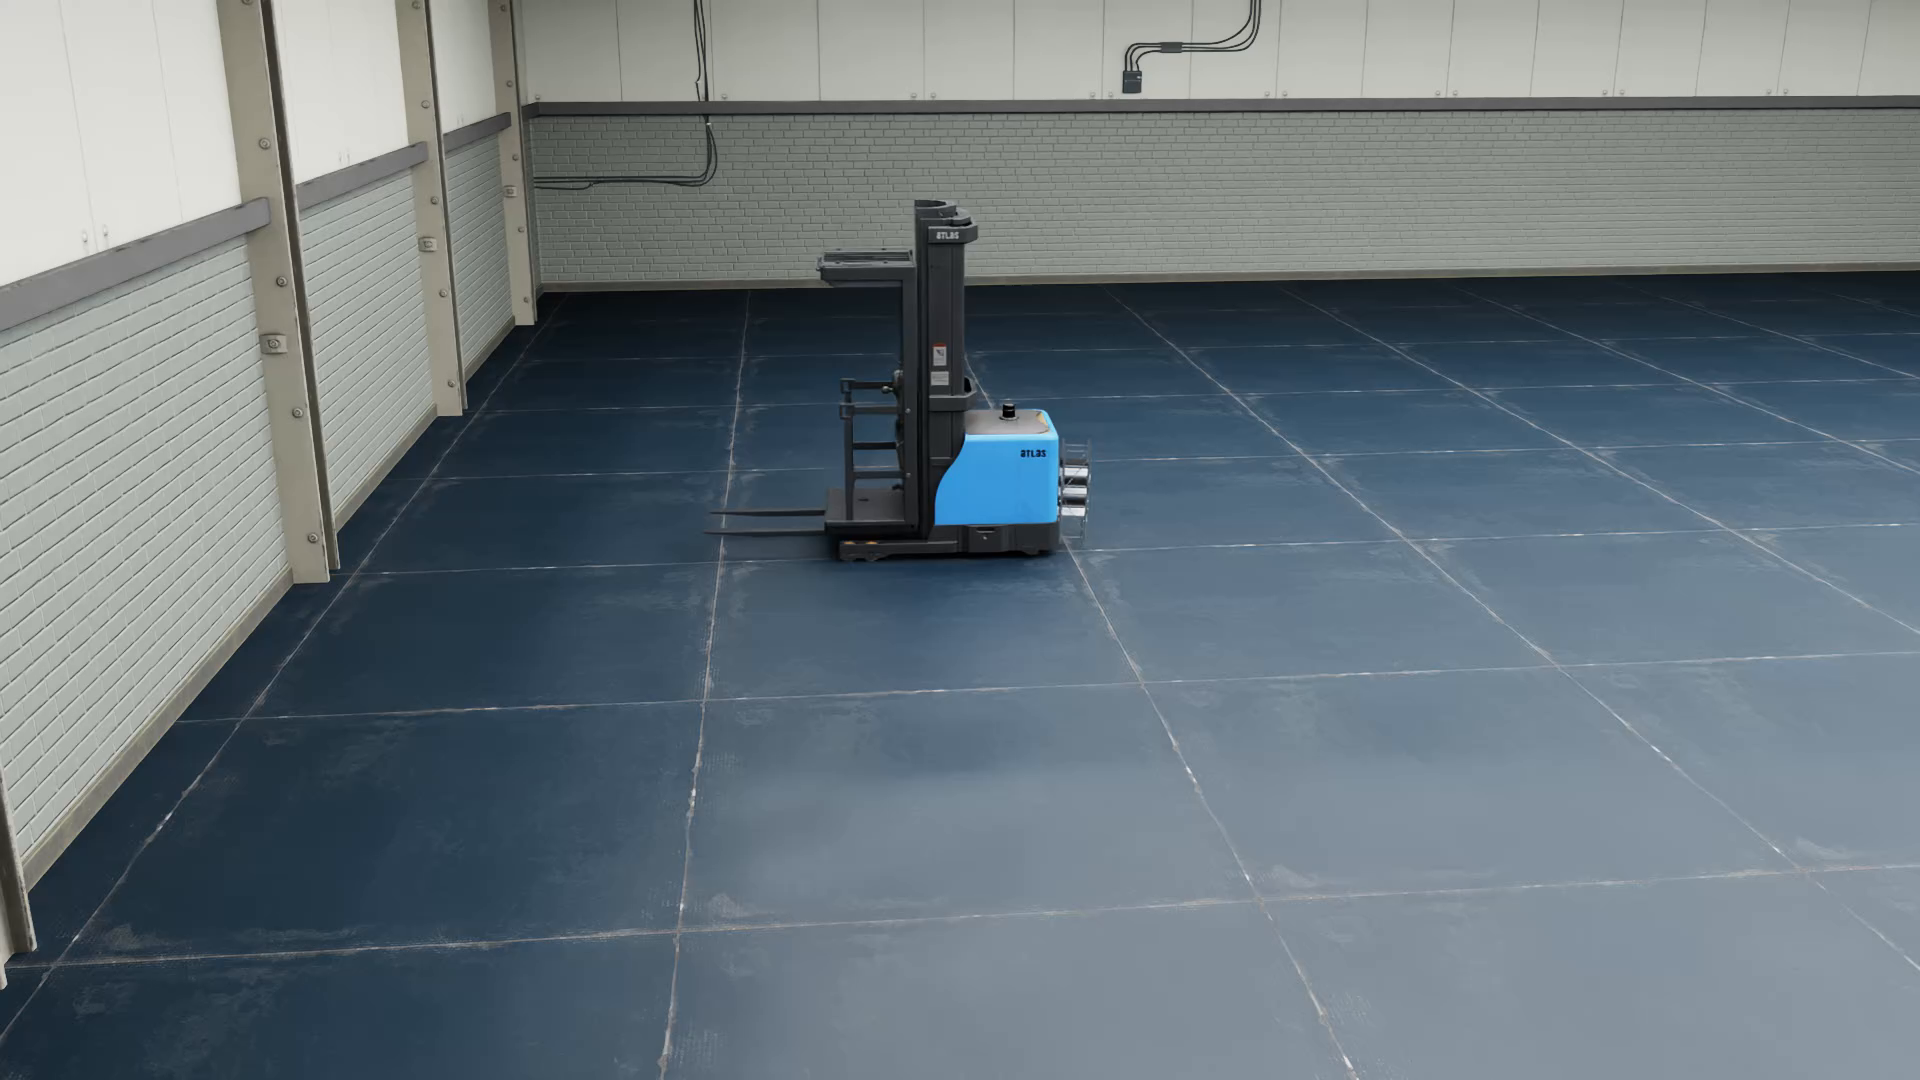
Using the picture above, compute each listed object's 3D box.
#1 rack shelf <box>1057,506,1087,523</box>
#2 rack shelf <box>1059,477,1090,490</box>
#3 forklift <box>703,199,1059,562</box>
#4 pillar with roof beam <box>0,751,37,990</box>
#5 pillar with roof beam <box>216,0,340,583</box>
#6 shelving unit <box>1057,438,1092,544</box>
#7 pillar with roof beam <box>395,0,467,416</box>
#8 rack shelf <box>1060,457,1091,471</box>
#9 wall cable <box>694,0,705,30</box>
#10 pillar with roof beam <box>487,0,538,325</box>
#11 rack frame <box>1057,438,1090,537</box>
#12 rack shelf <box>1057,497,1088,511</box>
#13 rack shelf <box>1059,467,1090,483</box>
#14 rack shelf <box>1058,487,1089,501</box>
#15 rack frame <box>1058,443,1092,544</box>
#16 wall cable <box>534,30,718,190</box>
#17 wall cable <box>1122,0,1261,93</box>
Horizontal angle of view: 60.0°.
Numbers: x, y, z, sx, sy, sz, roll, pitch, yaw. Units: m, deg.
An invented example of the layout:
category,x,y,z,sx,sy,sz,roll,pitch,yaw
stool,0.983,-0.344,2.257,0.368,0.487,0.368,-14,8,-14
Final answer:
category,x,y,z,sx,sy,sz,roll,pitch,yaw
rack shelf,0.980,-0.224,14.576,0.258,0.077,0.200,2,17,-2
rack shelf,0.994,-0.481,14.495,0.258,0.077,0.200,2,17,-2
forklift,-0.695,-1.376,14.168,3.031,2.935,1.130,-1,17,-3
pillar with roof beam,-0.432,-2.348,7.133,9.100,9.000,0.400,-2,18,-6
pillar with roof beam,-1.051,-4.136,12.827,9.100,9.000,0.400,-2,18,-6
shelving unit,0.991,-0.427,14.512,0.258,0.900,0.210,2,17,-2
pillar with roof beam,-1.670,-5.923,18.521,9.100,9.000,0.400,-2,18,-6
rack shelf,1.003,-0.652,14.441,0.258,0.077,0.200,2,17,-2
wall cable,-2.868,-9.508,26.692,3.097,2.526,0.112,-2,18,-6
pillar with roof beam,-2.288,-7.711,24.215,9.100,9.000,0.400,-2,18,-6
rack frame,0.988,-0.457,14.609,0.240,0.900,0.006,2,17,-2
rack shelf,0.984,-0.309,14.549,0.258,0.077,0.200,2,17,-2
rack shelf,0.998,-0.567,14.468,0.258,0.077,0.200,2,17,-2
rack shelf,0.989,-0.395,14.522,0.258,0.077,0.200,2,17,-2
rack frame,0.993,-0.396,14.415,0.240,0.900,0.006,2,17,-2
wall cable,-5.559,-7.015,27.182,3.097,2.526,0.112,-2,18,-6
wall cable,3.885,-10.408,27.127,2.305,6.003,0.169,-2,18,-6
